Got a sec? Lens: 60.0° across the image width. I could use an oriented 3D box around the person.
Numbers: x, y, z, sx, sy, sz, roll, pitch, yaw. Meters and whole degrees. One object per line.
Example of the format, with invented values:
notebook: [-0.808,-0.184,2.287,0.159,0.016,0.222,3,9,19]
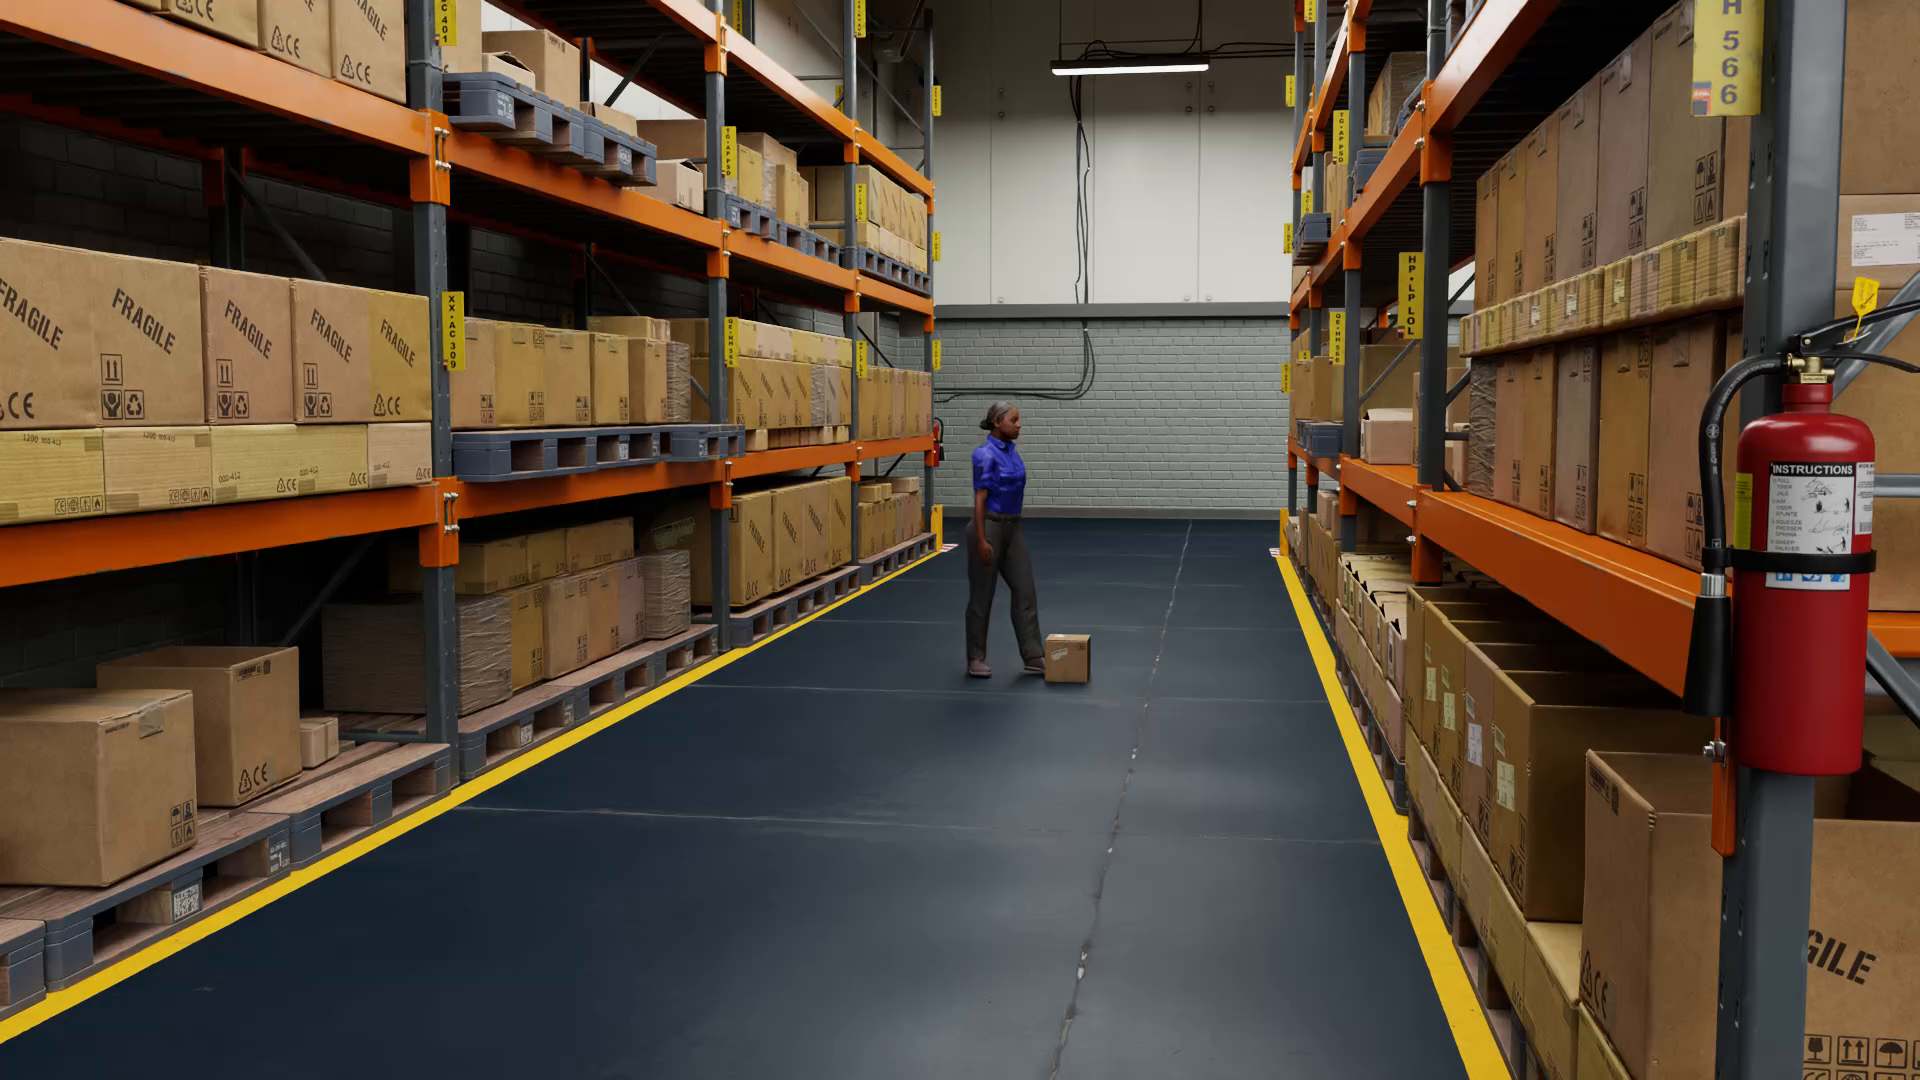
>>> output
person: [0.296,-0.002,9.939,0.585,1.637,0.504,4,6,38]
